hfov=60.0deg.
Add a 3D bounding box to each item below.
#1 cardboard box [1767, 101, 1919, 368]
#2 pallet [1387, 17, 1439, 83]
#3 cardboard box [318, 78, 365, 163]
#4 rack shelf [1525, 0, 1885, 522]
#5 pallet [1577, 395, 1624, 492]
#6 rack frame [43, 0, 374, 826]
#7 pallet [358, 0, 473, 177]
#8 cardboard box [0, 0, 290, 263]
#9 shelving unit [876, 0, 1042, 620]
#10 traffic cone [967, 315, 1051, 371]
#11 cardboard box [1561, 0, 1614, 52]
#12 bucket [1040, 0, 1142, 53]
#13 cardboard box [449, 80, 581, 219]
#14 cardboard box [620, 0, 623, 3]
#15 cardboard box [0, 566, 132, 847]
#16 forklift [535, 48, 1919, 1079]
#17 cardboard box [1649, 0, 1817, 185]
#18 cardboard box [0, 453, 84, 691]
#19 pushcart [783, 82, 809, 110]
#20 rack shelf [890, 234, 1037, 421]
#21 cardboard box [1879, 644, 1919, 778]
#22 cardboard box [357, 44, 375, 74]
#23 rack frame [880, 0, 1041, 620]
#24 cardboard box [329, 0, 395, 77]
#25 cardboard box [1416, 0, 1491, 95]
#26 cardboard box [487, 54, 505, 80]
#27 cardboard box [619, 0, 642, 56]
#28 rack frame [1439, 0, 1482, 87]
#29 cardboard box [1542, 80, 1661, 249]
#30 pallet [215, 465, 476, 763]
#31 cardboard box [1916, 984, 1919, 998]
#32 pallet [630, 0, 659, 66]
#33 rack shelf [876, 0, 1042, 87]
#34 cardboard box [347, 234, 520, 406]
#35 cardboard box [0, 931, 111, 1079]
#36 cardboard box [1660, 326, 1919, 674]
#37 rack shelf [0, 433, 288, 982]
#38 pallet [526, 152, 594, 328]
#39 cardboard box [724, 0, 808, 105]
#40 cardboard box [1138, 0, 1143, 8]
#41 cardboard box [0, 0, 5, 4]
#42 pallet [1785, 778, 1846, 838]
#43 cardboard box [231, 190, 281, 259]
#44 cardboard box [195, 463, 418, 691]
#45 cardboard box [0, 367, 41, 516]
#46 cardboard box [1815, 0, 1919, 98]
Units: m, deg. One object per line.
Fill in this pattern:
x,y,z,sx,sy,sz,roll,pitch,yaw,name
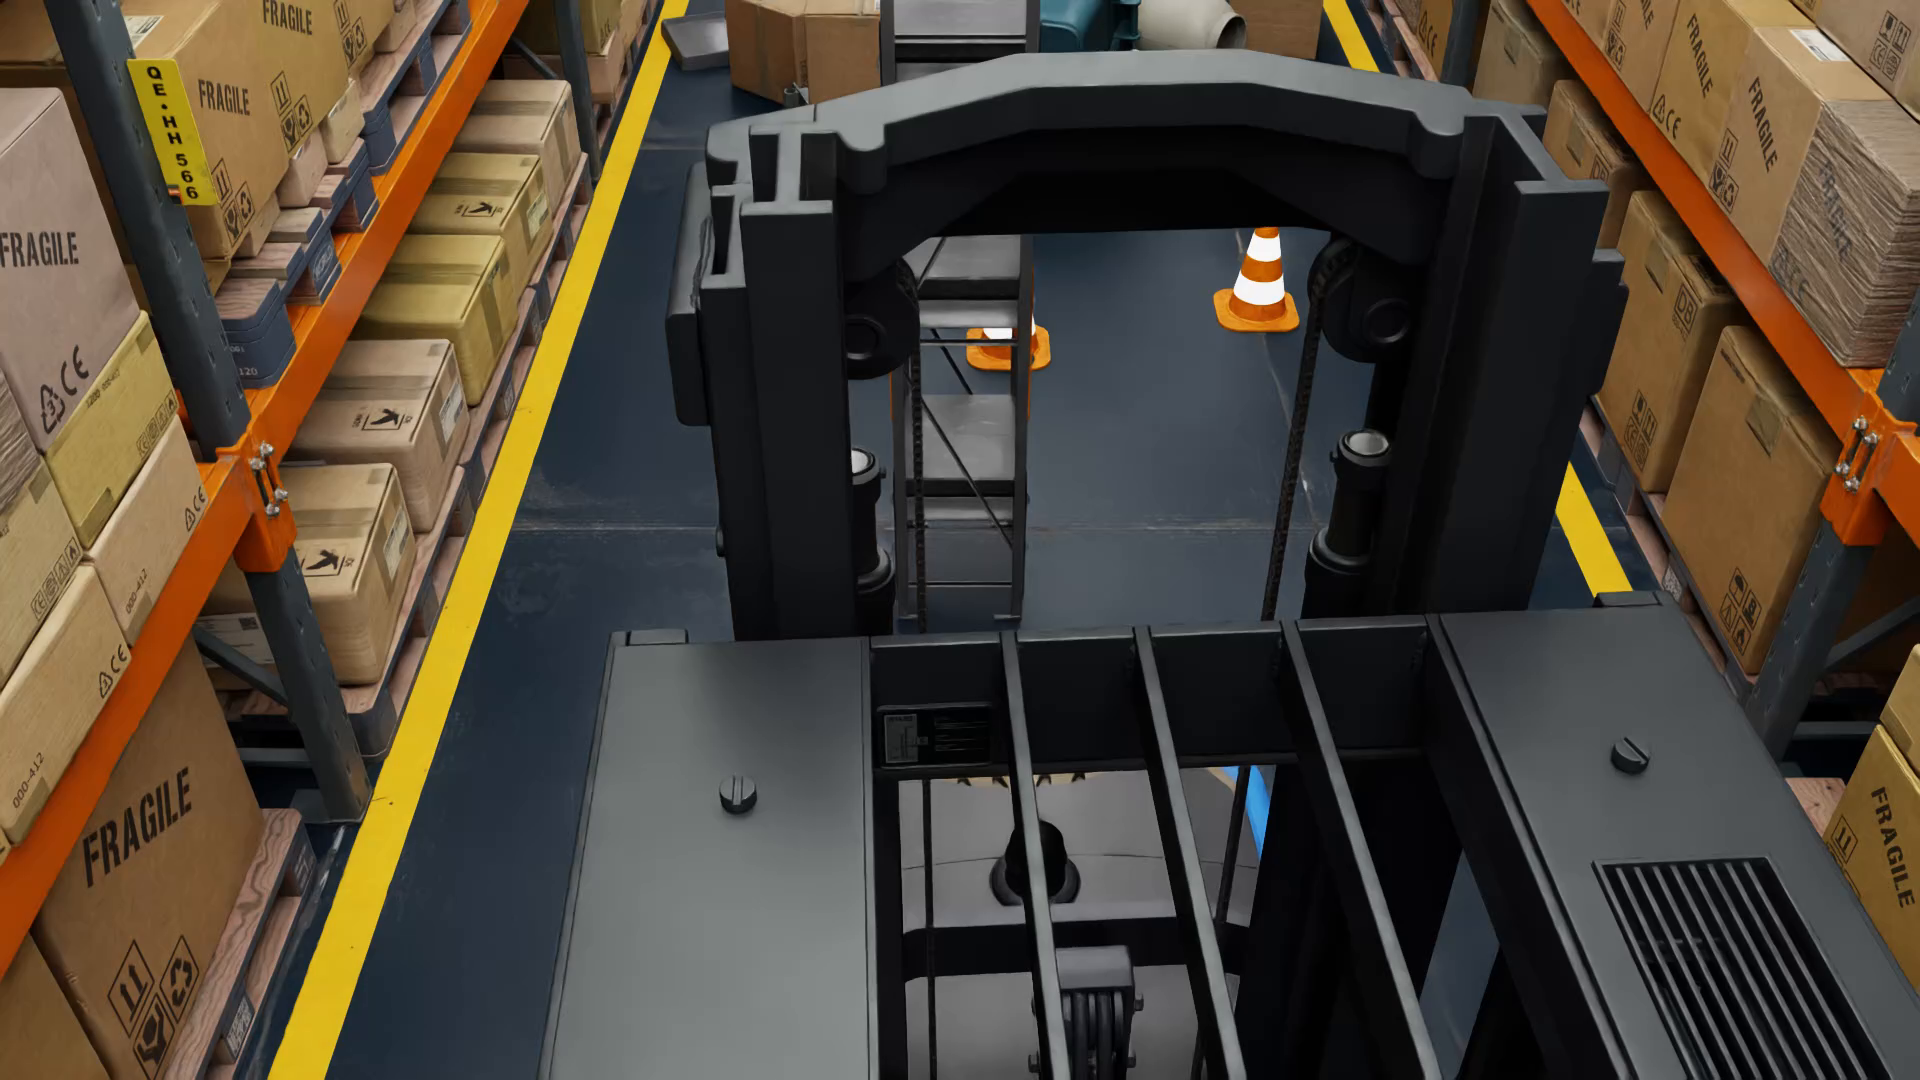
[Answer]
2.478,-0.784,4.249,0.500,0.500,0.500,0,39,0,cardboard box
2.820,-2.352,8.516,1.003,0.211,1.213,0,39,0,pallet
-1.918,-1.186,4.696,0.380,0.149,0.250,0,39,0,cardboard box
2.745,-1.433,5.715,1.077,0.370,4.000,0,39,0,rack shelf
2.823,-0.629,6.366,1.003,0.211,1.213,0,39,0,pallet
-2.203,-0.397,3.846,1.000,3.000,0.127,0,39,0,rack frame
-2.246,-1.560,5.451,1.003,0.211,1.213,0,39,0,pallet
-1.972,-0.997,3.942,0.500,0.500,0.500,-1,39,-1,cardboard box
0.000,-0.716,4.964,0.431,2.100,0.503,0,39,0,shelving unit
0.194,-0.953,6.569,0.336,0.463,0.334,0,39,0,traffic cone
2.473,-2.046,5.825,0.500,0.500,0.500,0,39,0,cardboard box
0.437,-2.364,7.703,0.726,0.611,0.620,13,50,15,bucket
-2.204,-1.708,7.249,0.950,0.372,0.625,0,39,1,cardboard box
-1.950,-2.985,8.340,0.500,0.500,0.500,1,39,2,cardboard box
-1.926,0.298,3.100,0.500,0.250,0.500,1,39,1,cardboard box
0.208,1.062,2.081,1.130,2.935,3.031,-2,39,-3,forklift
2.478,-1.408,5.029,0.500,0.500,0.500,-1,39,-1,cardboard box
-1.944,0.090,2.959,0.500,0.250,0.500,-1,39,-1,cardboard box
0.073,-1.908,7.829,1.648,0.377,0.936,-13,40,-16,pushcart
0.000,-0.705,4.973,0.431,0.518,0.480,0,39,0,rack shelf
2.506,0.487,3.807,0.500,0.250,0.500,-2,39,-2,cardboard box
-2.035,-1.513,5.104,0.380,0.149,0.250,1,39,2,cardboard box
0.000,-0.563,4.774,0.400,2.100,0.015,0,39,0,rack frame
-1.987,-1.655,4.763,0.500,0.500,0.500,1,39,1,cardboard box
2.812,-2.693,8.075,0.875,0.875,0.875,1,39,1,cardboard box
-2.477,-2.358,8.157,0.500,0.250,0.500,2,39,2,cardboard box
-1.950,-2.692,8.573,0.500,0.250,0.500,2,39,3,cardboard box
2.743,-2.965,7.051,1.000,3.000,0.127,0,39,0,rack frame
2.831,-1.259,6.386,1.050,0.750,0.750,0,39,0,cardboard box
-2.202,0.203,5.328,1.003,0.211,1.213,0,39,0,pallet
2.497,1.105,3.635,0.500,0.500,0.500,0,39,0,cardboard box
-2.248,-2.995,9.318,1.003,0.211,1.213,0,39,0,pallet
0.000,-1.251,4.535,0.431,0.518,0.480,0,39,0,rack shelf
-2.197,-0.824,6.145,0.950,0.372,0.625,1,39,1,cardboard box
-2.288,1.258,3.144,0.875,0.875,0.875,0,39,1,cardboard box
2.836,-0.130,4.977,1.050,0.750,0.750,-1,39,-1,cardboard box
-2.200,1.135,2.510,1.077,0.370,4.000,0,39,0,rack shelf
-2.205,-1.323,7.232,1.003,0.211,1.213,0,39,0,pallet
-0.848,-2.595,8.586,0.500,0.500,0.500,28,46,30,cardboard box
0.899,-2.971,9.245,0.396,0.266,0.258,6,39,8,cardboard box
-2.481,-1.000,3.945,0.500,0.500,0.500,-1,39,-1,cardboard box
2.747,1.114,4.192,1.003,0.211,1.213,0,39,0,pallet
-1.984,-0.843,4.268,0.380,0.149,0.250,-2,39,-3,cardboard box
-2.193,0.112,4.977,0.950,0.372,0.625,-2,39,-3,cardboard box
-1.932,-0.182,2.699,0.500,0.500,0.500,1,39,1,cardboard box
2.755,-1.489,4.331,0.700,0.500,0.500,-1,39,-1,cardboard box
